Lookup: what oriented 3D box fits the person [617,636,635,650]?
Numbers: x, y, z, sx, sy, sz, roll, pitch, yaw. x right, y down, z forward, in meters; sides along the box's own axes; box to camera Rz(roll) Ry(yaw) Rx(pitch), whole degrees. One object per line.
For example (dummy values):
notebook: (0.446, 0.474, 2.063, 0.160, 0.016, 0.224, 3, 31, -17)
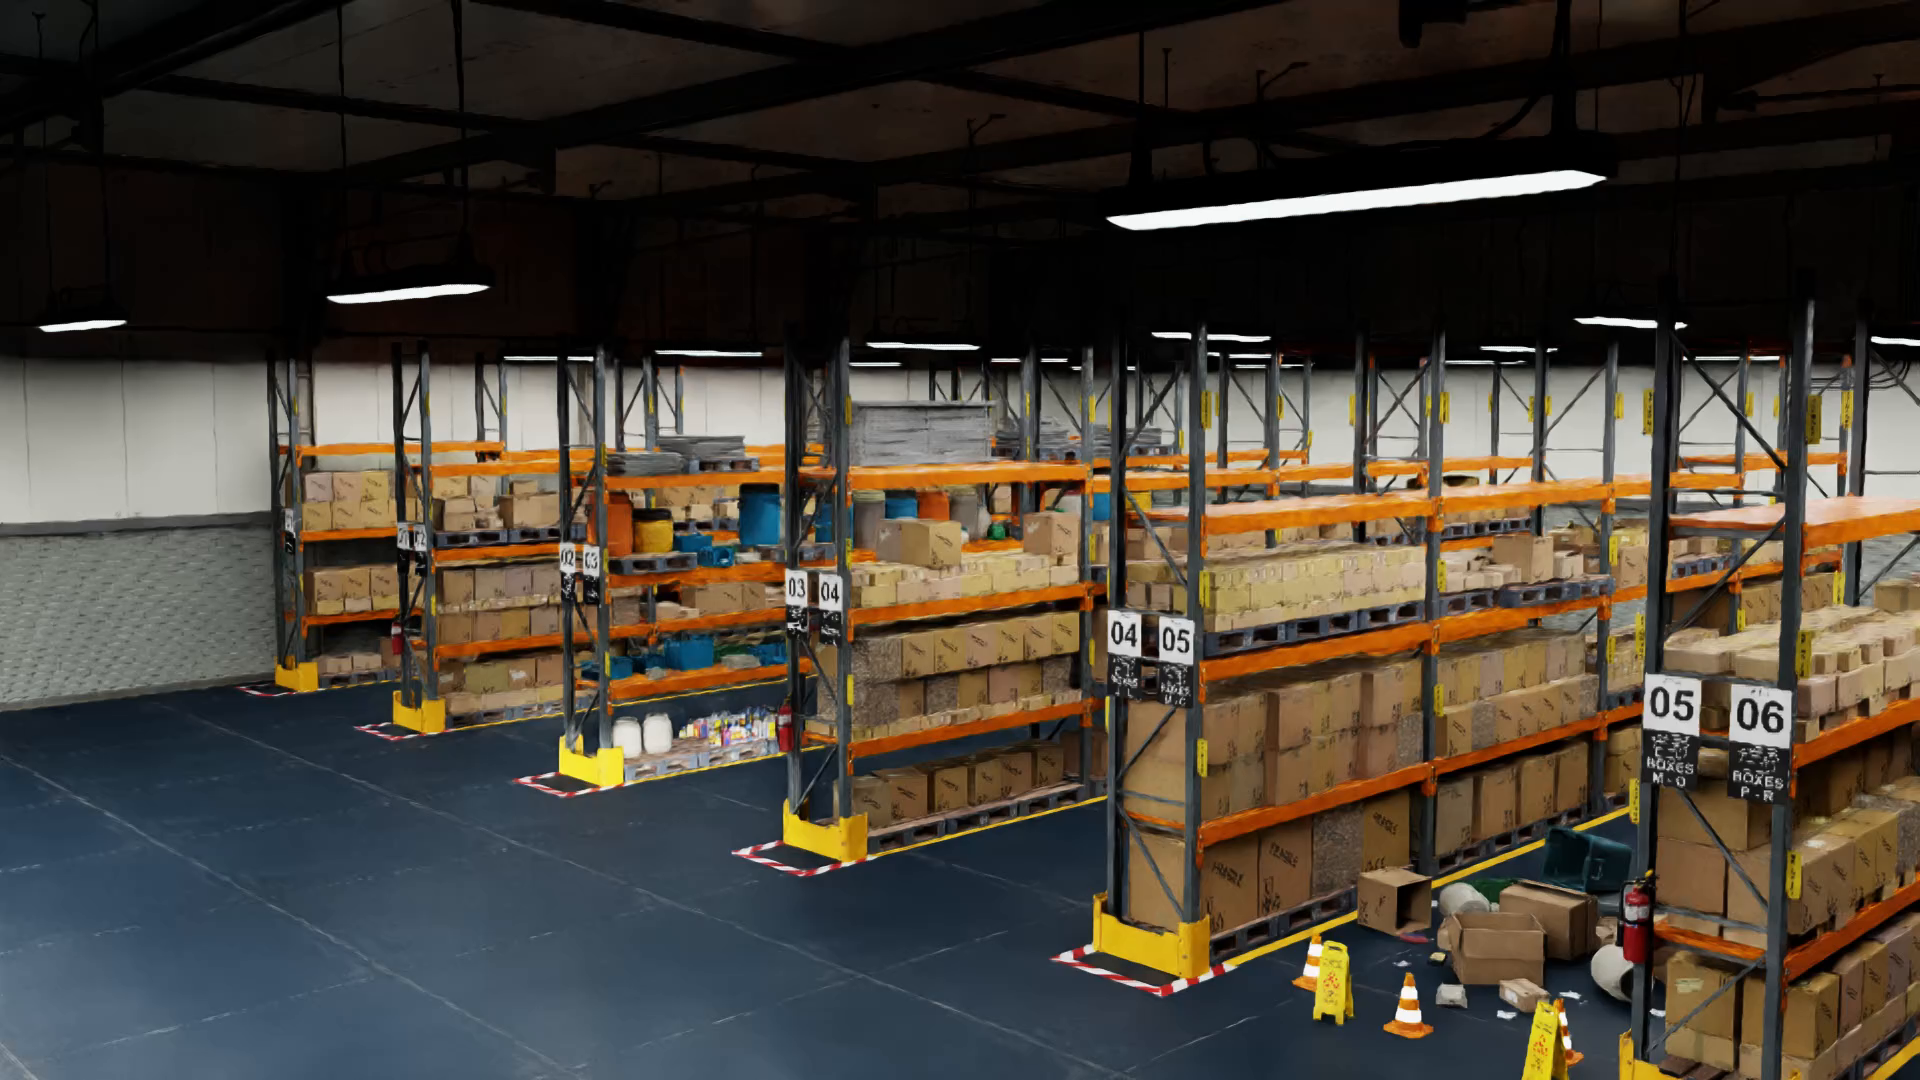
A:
person: (-6.561, 1.529, 31.961, 0.554, 1.723, 1.031, 4, 6, 37)
